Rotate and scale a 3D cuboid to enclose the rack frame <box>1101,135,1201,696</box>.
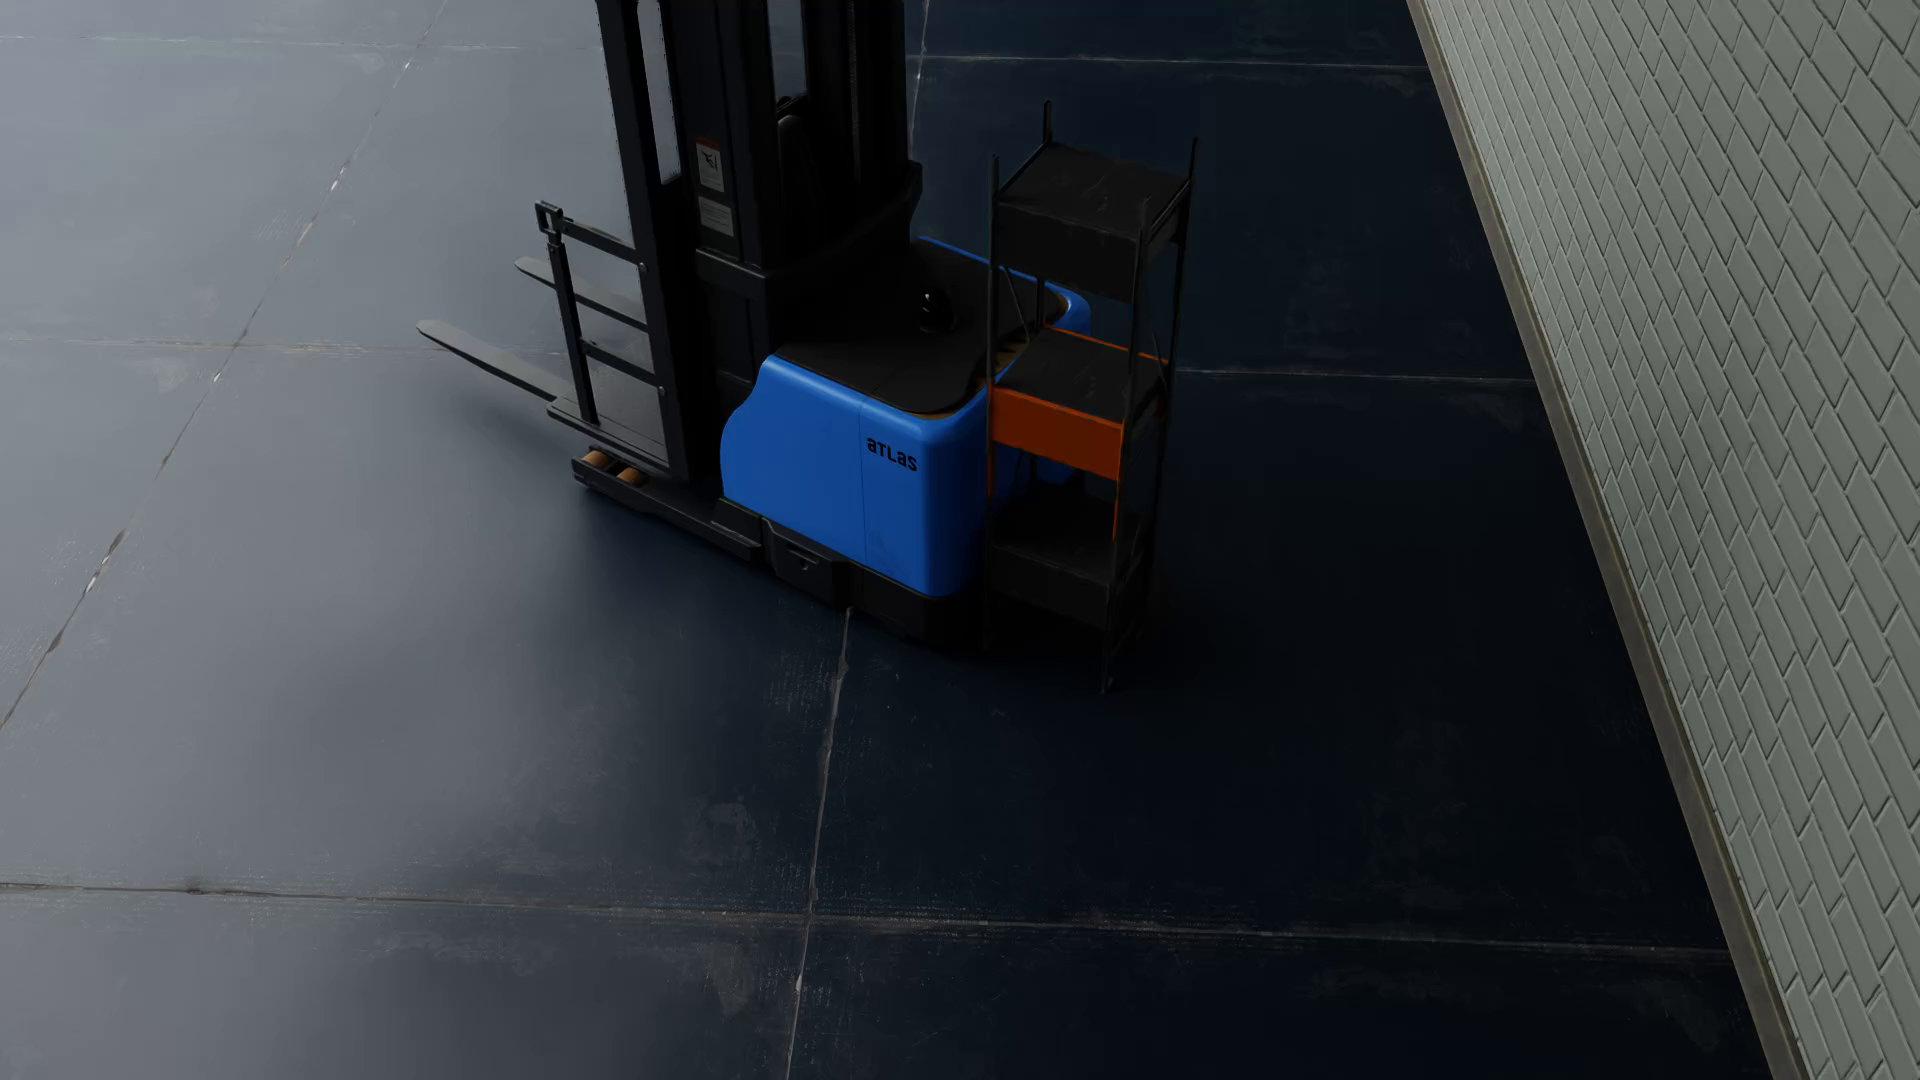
[{"bbox_3d":[0.619,-0.317,5.550,0.015,2.100,0.400,20,46,20],"label":"rack frame"}]

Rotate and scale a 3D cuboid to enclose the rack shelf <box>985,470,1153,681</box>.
[{"bbox_3d":[0.403,0.128,6.119,0.480,0.518,0.431,20,46,20],"label":"rack shelf"}]

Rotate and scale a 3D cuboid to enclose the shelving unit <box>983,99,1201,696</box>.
[{"bbox_3d":[0.403,-0.394,5.633,0.503,2.100,0.431,20,46,20],"label":"shelving unit"}]

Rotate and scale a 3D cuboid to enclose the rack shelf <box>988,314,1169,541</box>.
[{"bbox_3d":[0.403,-0.384,5.642,0.480,0.518,0.431,20,46,20],"label":"rack shelf"}]

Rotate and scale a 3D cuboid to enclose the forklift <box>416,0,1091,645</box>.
[{"bbox_3d":[-1.004,-1.476,6.184,3.031,2.935,1.130,25,48,24],"label":"forklift"}]

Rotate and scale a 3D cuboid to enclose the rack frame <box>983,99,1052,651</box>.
[{"bbox_3d":[0.187,-0.471,5.715,0.015,2.100,0.400,20,46,20],"label":"rack frame"}]

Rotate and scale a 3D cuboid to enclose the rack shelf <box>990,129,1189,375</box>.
[{"bbox_3d":[0.403,-0.896,5.165,0.480,0.518,0.431,20,46,20],"label":"rack shelf"}]
